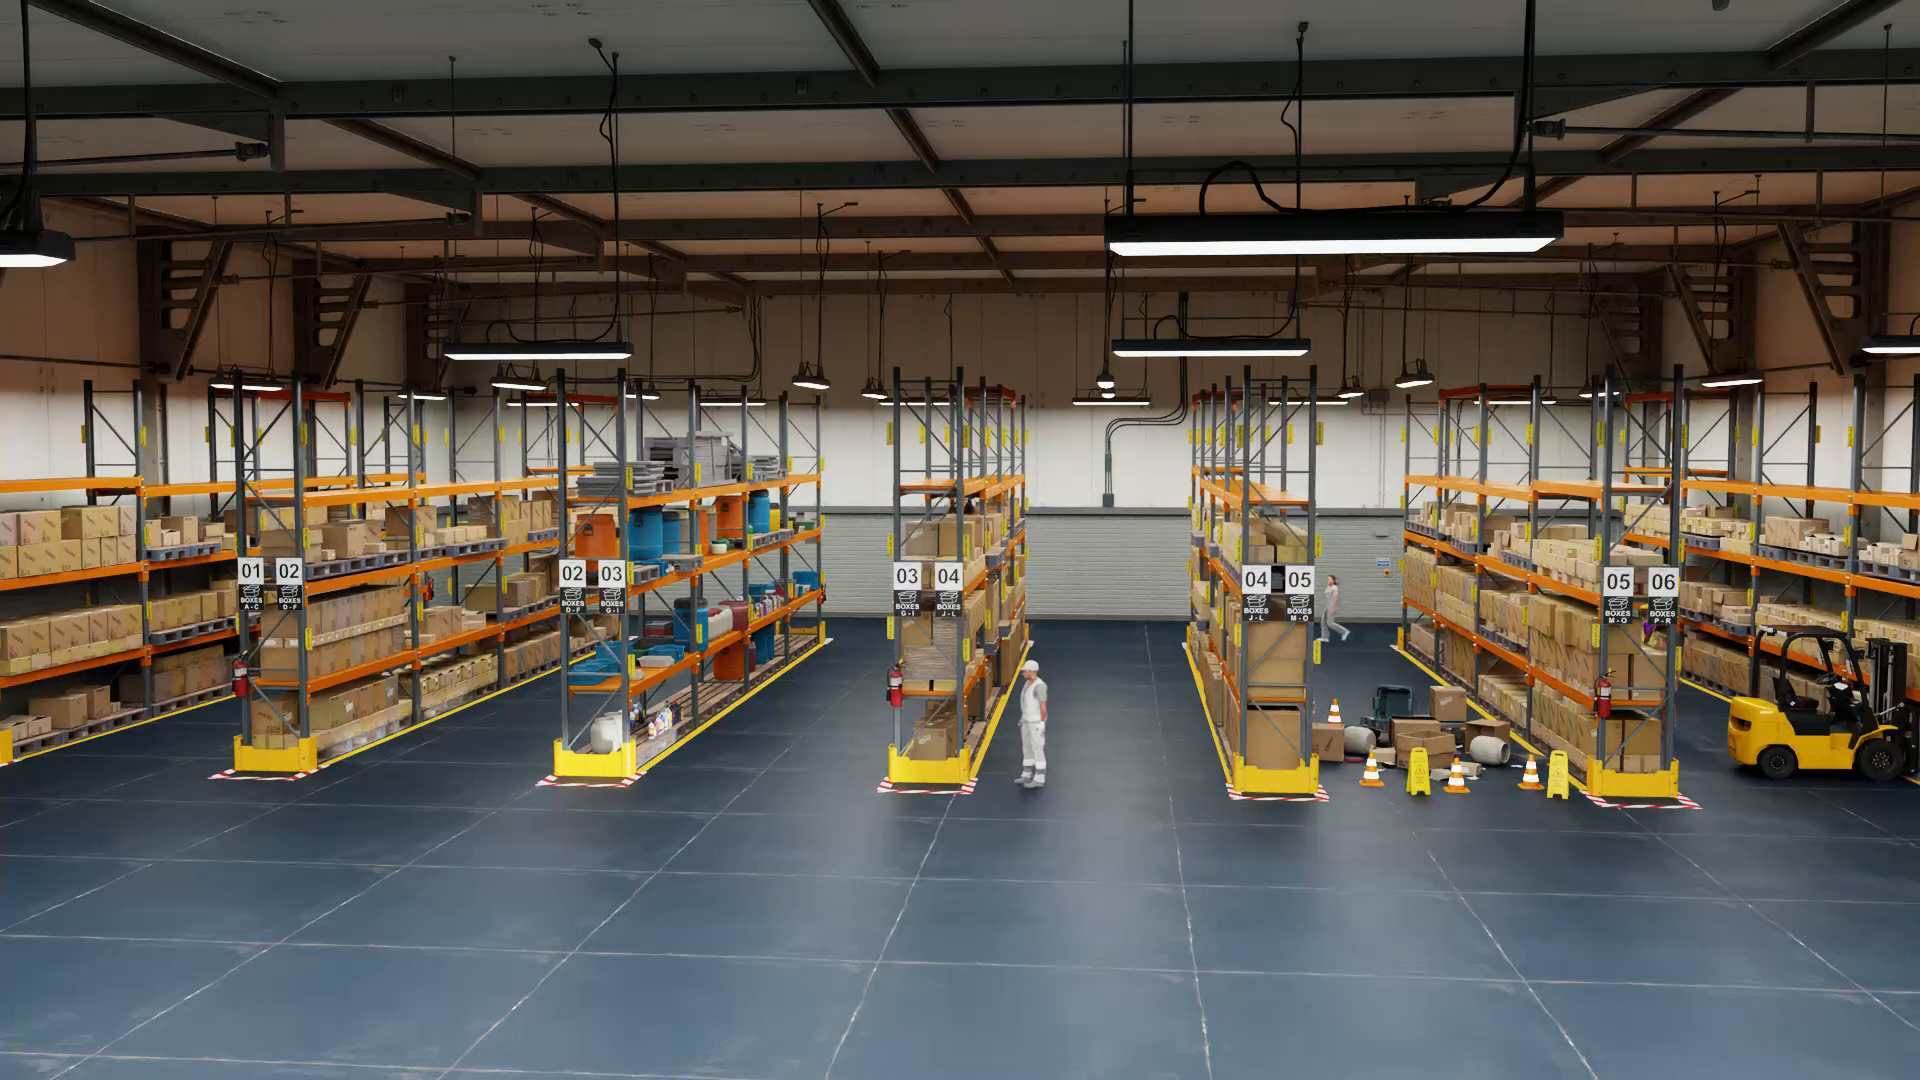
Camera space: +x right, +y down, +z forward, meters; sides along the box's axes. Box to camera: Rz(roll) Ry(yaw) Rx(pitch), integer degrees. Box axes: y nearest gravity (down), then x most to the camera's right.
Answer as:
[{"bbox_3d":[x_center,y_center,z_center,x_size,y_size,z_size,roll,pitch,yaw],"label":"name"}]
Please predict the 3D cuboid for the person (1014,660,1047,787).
[{"bbox_3d":[1.005,2.619,23.831,0.421,1.791,0.591,-2,4,-28],"label":"person"}]

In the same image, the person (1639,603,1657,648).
[{"bbox_3d":[13.417,2.089,32.556,0.618,1.762,0.497,-3,5,-43],"label":"person"}]

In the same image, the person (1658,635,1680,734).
[{"bbox_3d":[11.808,2.428,27.908,0.525,1.693,0.676,0,4,2],"label":"person"}]

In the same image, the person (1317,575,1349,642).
[{"bbox_3d":[9.055,1.660,40.366,0.759,1.634,0.462,0,4,4],"label":"person"}]
